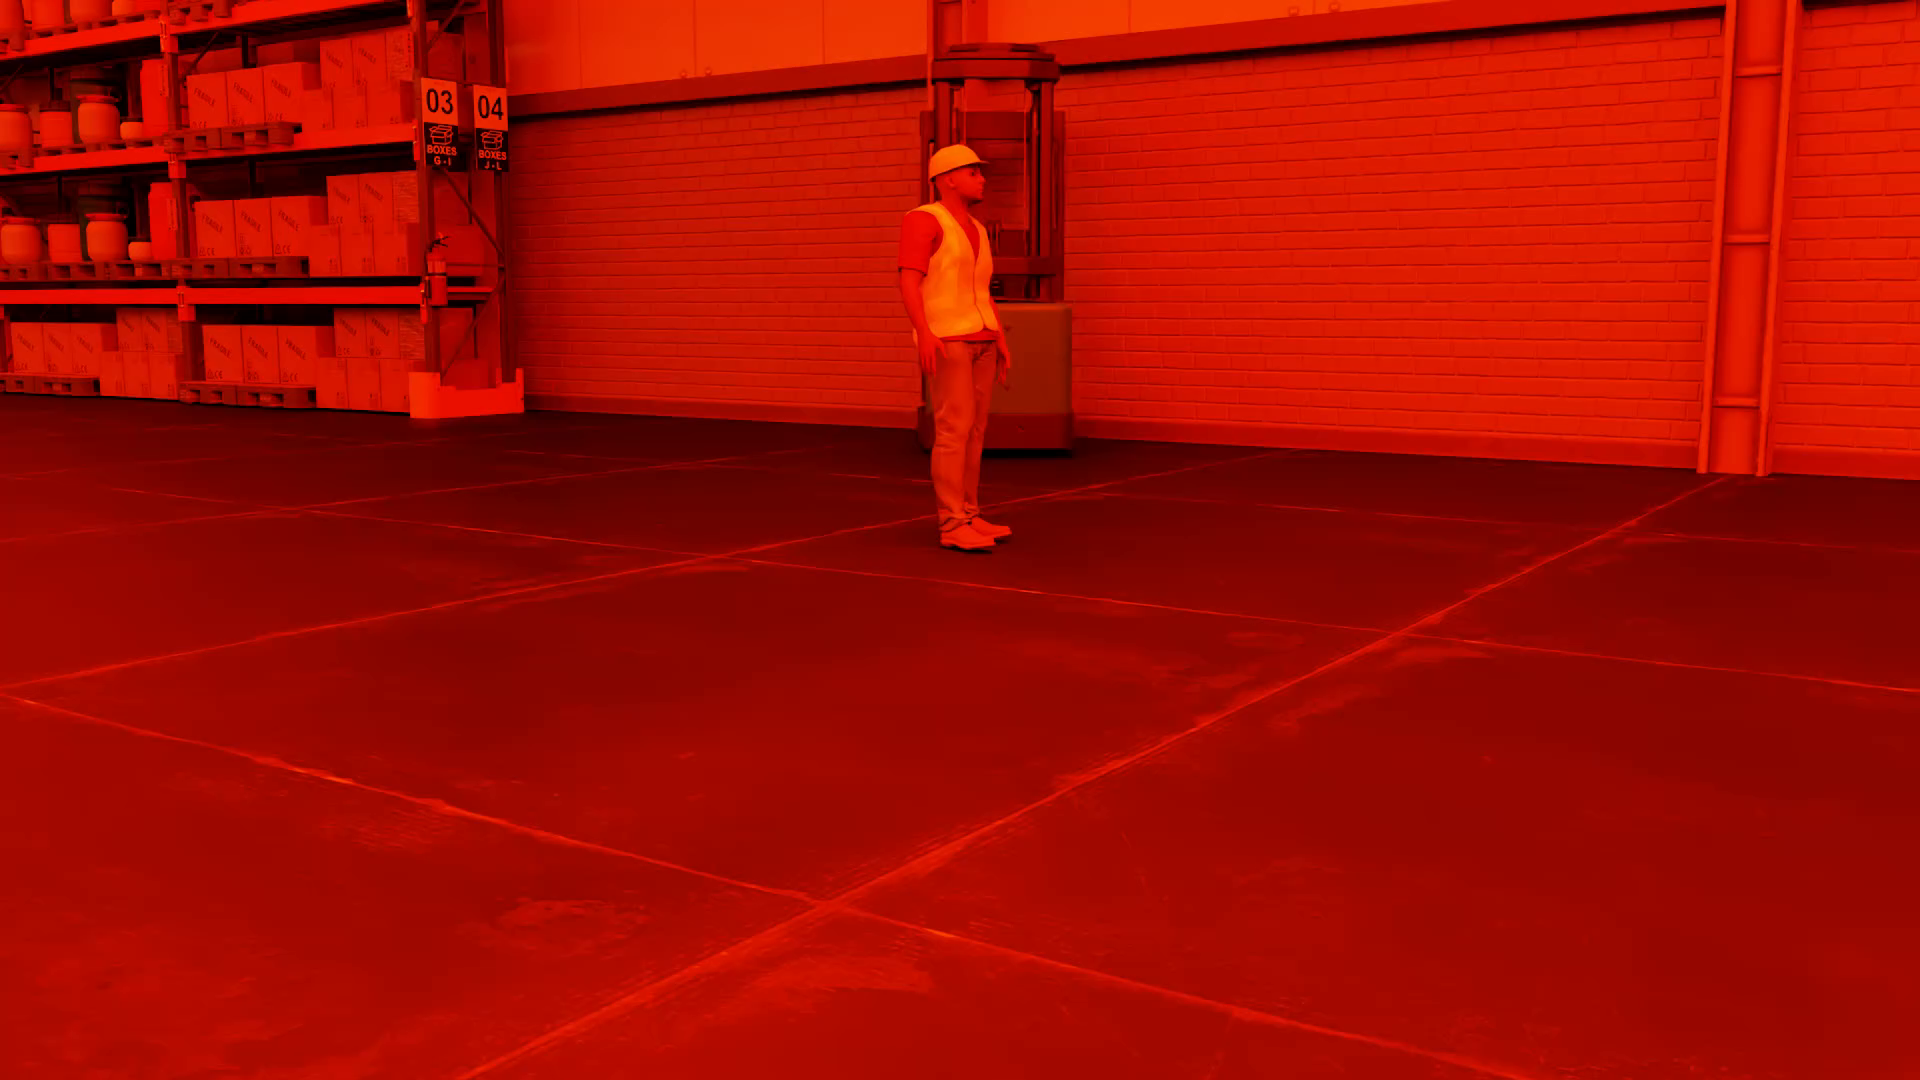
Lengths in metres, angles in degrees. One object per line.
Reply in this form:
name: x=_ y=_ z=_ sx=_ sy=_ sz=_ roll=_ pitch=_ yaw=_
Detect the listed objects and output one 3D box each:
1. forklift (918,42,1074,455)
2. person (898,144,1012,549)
forklift: x=0.242 y=-2.225 z=12.840 sx=1.130 sy=2.935 sz=3.031 roll=0 pitch=8 yaw=-1
person: x=0.054 y=-0.875 z=7.435 sx=0.577 sy=1.765 sz=0.665 roll=5 pitch=10 yaw=34
